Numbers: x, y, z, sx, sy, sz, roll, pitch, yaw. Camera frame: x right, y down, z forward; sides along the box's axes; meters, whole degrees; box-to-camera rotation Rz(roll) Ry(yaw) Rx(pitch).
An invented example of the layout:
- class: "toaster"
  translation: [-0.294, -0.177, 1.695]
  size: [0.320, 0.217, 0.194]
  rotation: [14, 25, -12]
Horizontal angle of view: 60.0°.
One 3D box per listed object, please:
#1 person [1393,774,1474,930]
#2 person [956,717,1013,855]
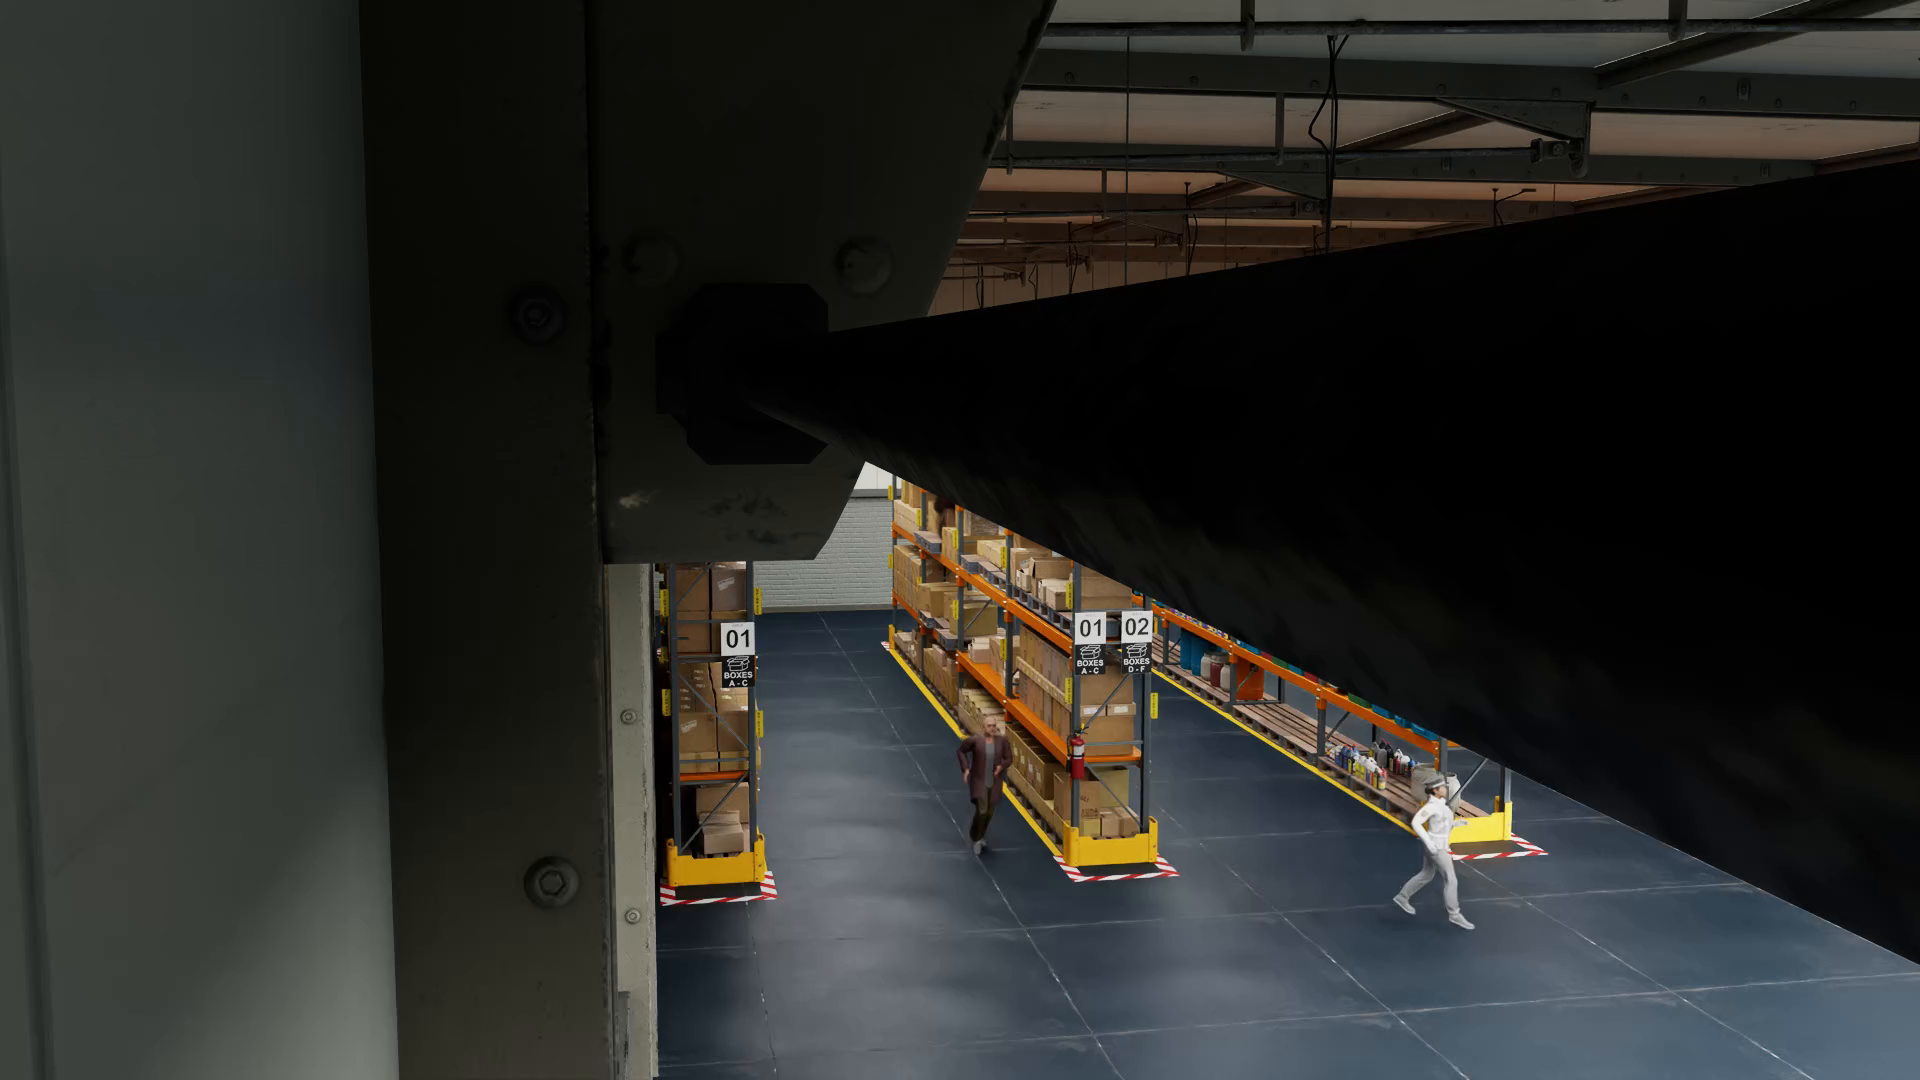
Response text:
- class: "person"
  translation: [5.327, 3.457, 18.638]
  size: [0.895, 1.710, 0.599]
  rotation: [2, 7, 19]
- class: "person"
  translation: [0.339, 3.166, 21.439]
  size: [0.693, 1.805, 0.734]
  rotation: [-2, 6, -15]
